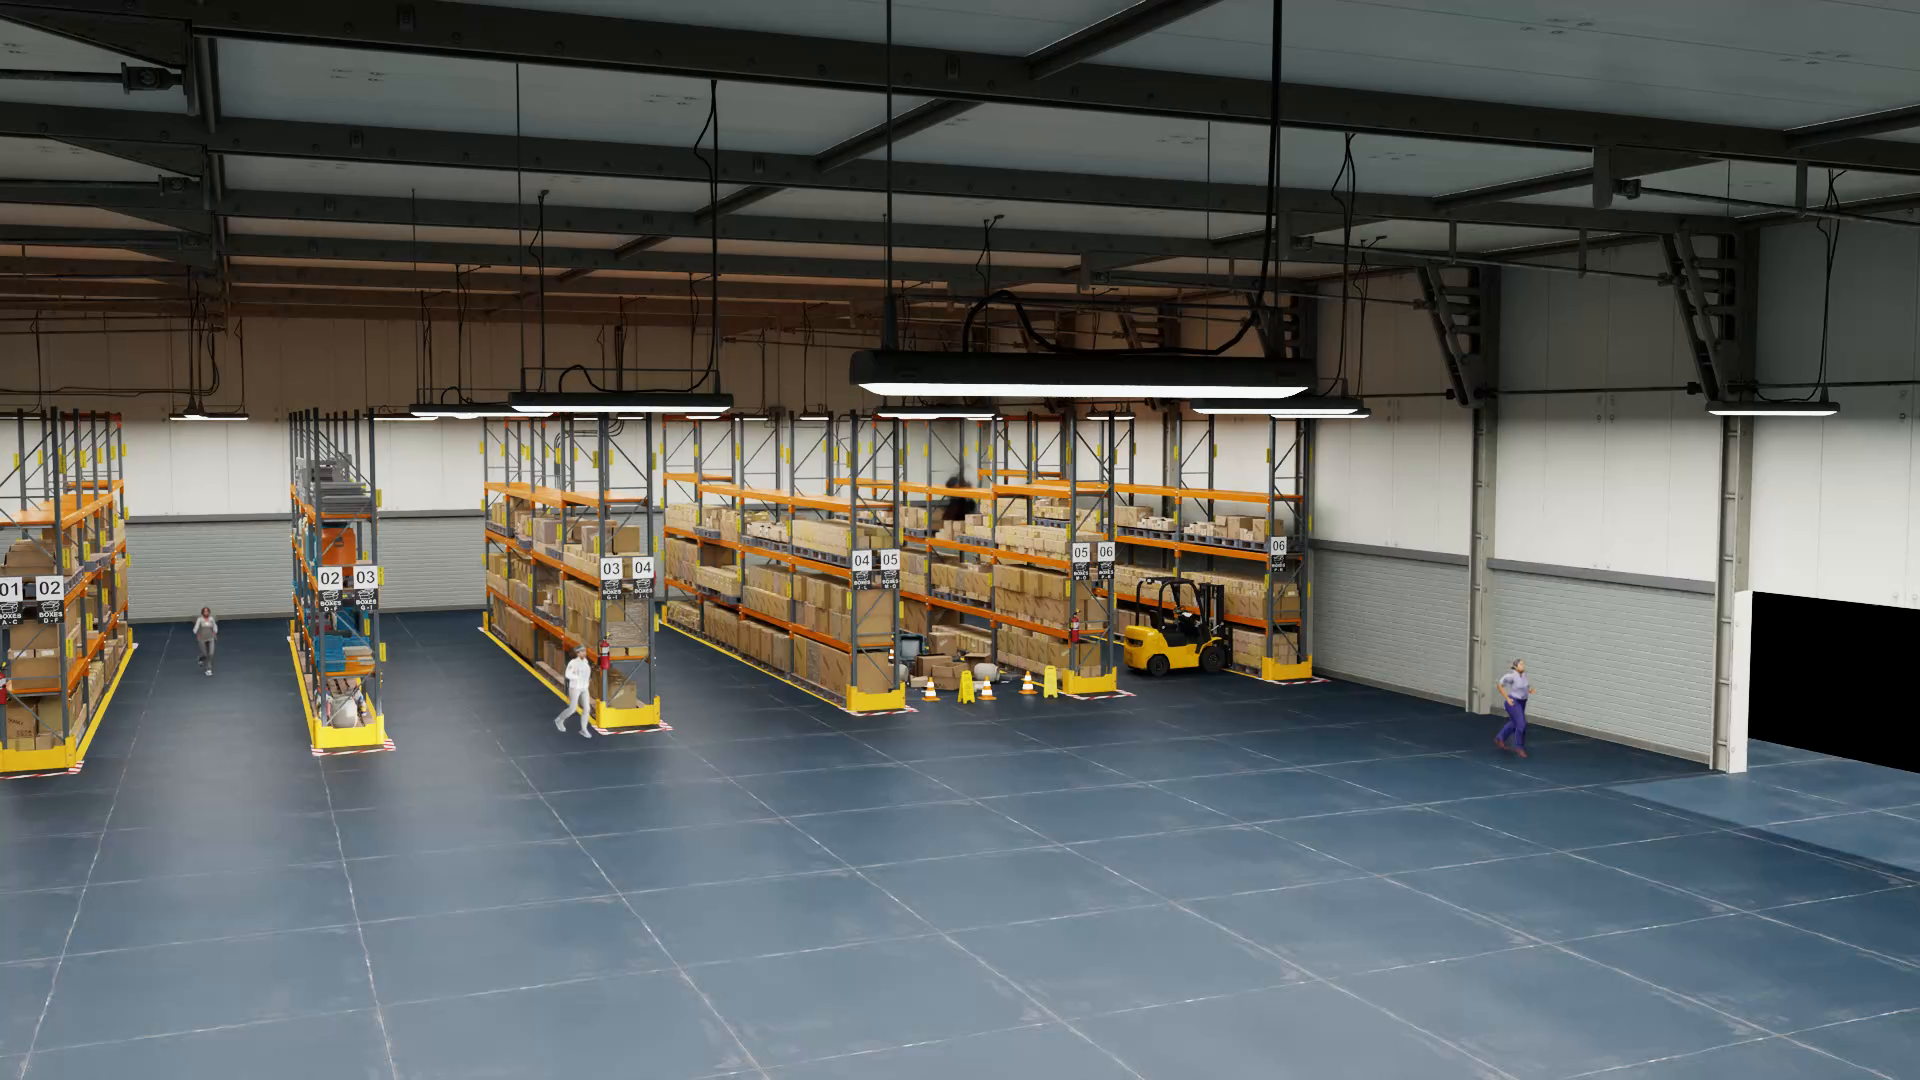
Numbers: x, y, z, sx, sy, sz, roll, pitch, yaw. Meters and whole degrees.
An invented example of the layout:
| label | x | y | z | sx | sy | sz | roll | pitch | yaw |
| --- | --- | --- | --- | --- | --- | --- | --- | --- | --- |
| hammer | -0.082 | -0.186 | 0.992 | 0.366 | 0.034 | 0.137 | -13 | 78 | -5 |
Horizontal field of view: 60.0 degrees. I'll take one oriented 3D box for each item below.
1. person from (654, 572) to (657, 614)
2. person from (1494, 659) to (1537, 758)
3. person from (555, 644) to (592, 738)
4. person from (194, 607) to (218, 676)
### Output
| label | x | y | z | sx | sy | sz | roll | pitch | yaw |
| --- | --- | --- | --- | --- | --- | --- | --- | --- | --- |
| person | -9.082 | 1.503 | 48.437 | 0.674 | 1.738 | 0.644 | 4 | 5 | 41 |
| person | 9.586 | 2.890 | 28.767 | 0.596 | 1.700 | 0.756 | -4 | 5 | -43 |
| person | -7.020 | 2.747 | 30.547 | 0.844 | 1.703 | 0.626 | 3 | 5 | 34 |
| person | -17.224 | 2.340 | 37.978 | 0.525 | 1.465 | 0.694 | -3 | 5 | -37 |
